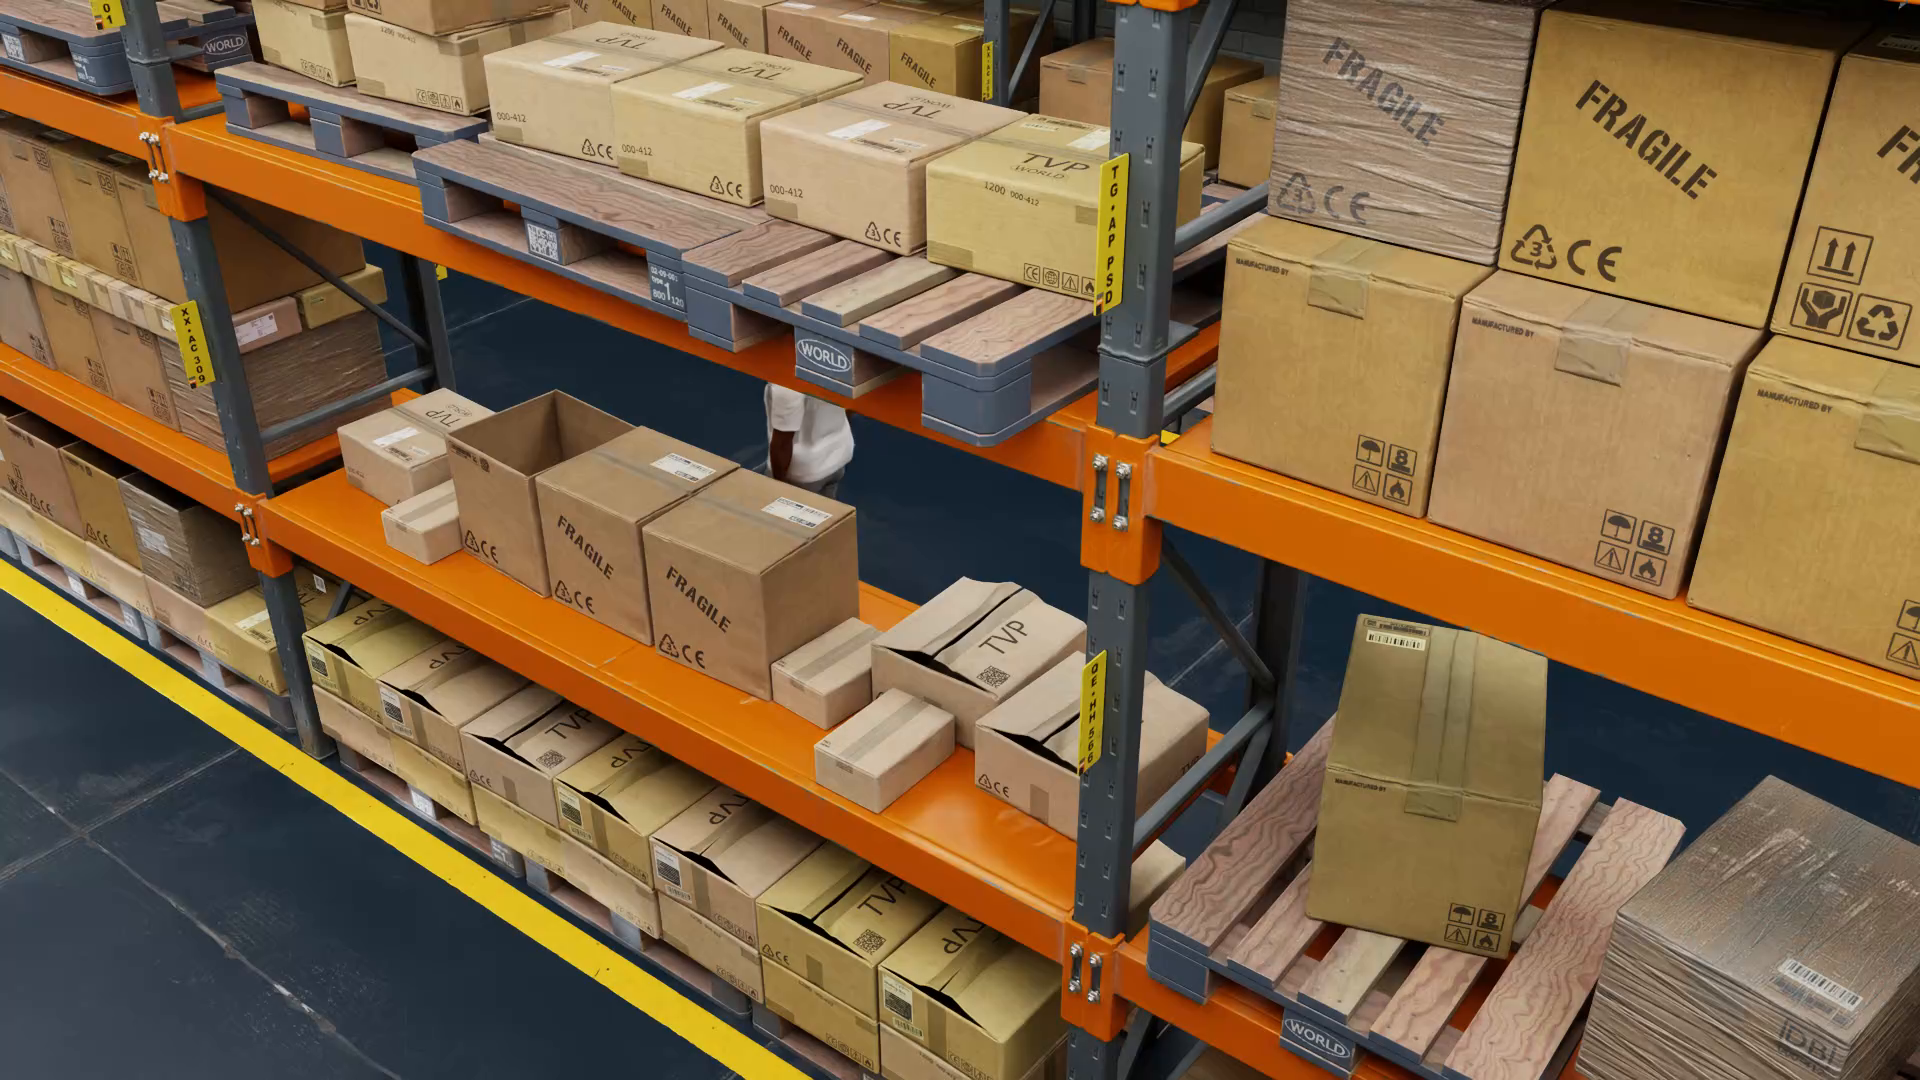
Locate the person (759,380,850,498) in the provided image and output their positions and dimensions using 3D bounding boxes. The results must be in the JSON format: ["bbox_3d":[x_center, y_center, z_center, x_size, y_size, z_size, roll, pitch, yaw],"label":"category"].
[{"bbox_3d":[-0.762,-0.391,7.733,0.551,1.767,0.592,22,37,32],"label":"person"}]
